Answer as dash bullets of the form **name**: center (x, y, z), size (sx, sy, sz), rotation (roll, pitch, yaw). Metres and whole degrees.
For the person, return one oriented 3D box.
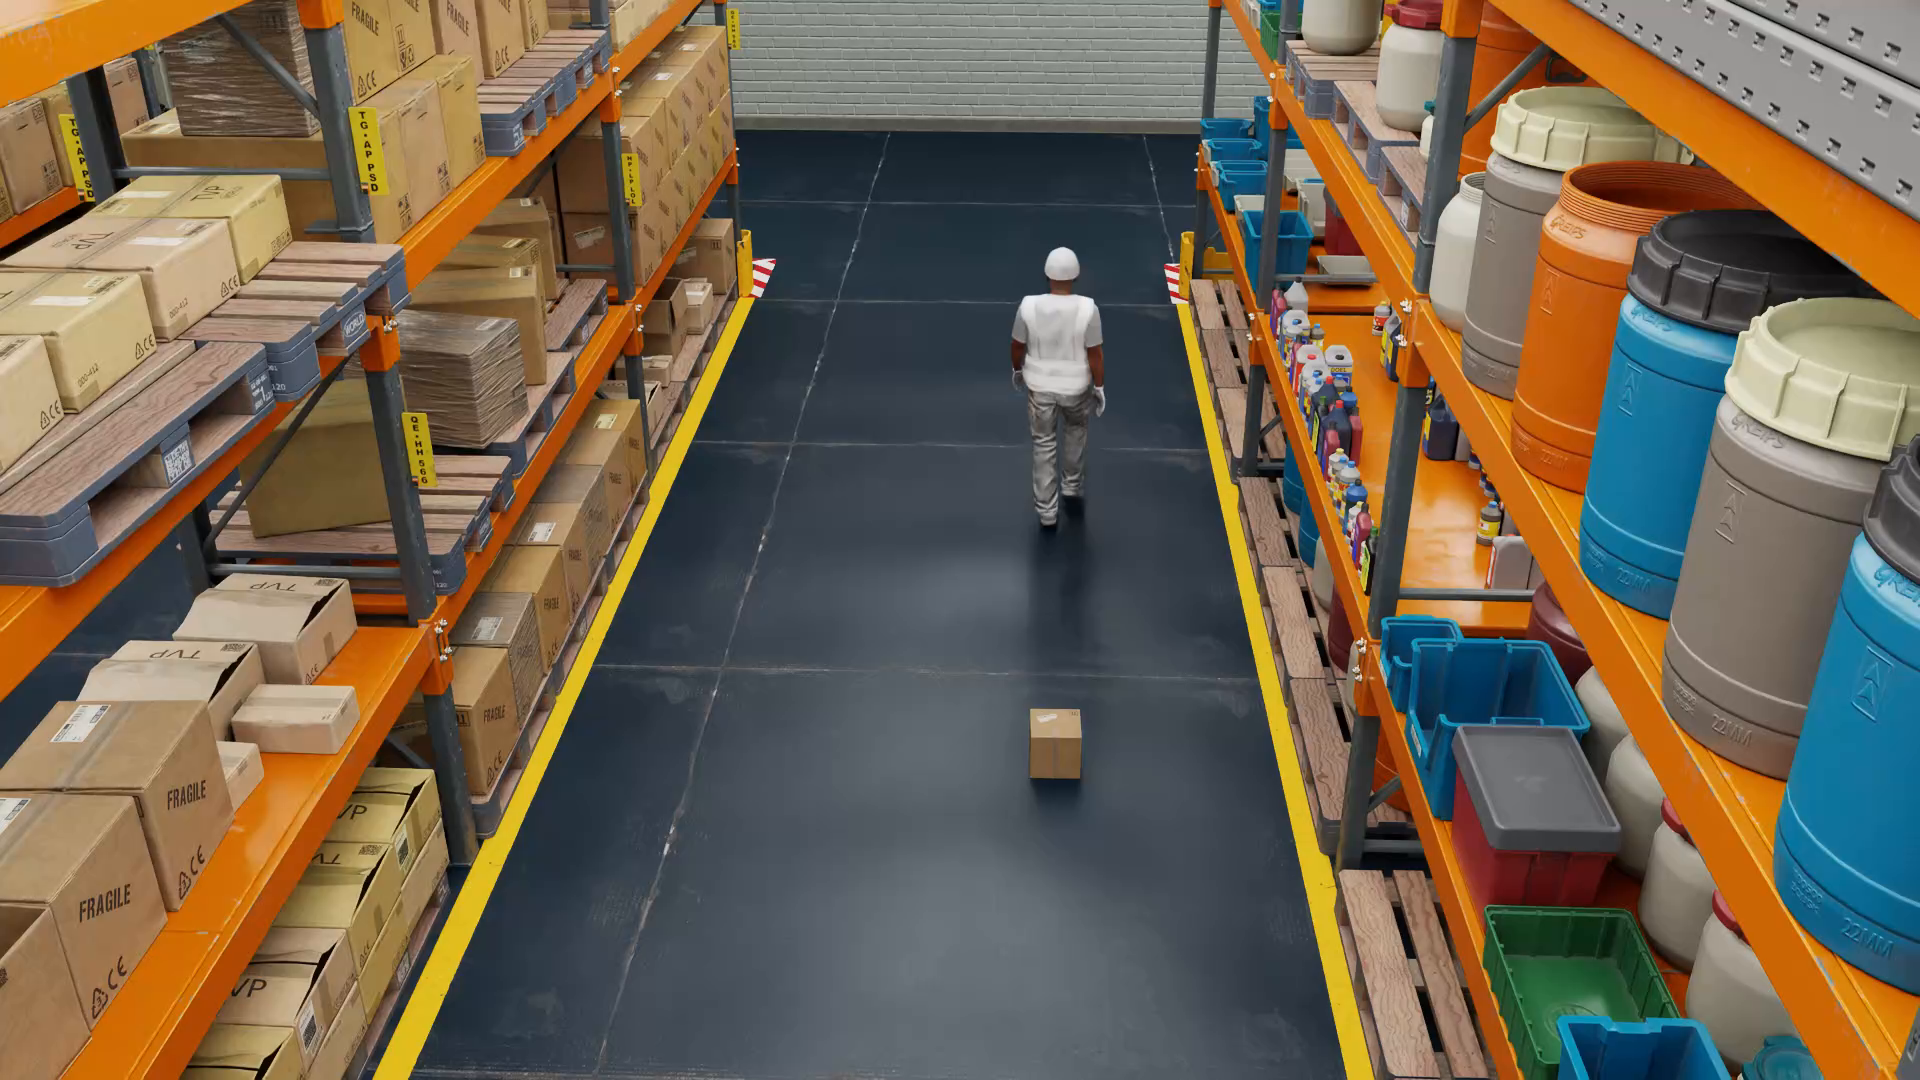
- **person**: center (0.618, -0.976, 10.479), size (0.603, 1.842, 0.655), rotation (2, 28, 4)
